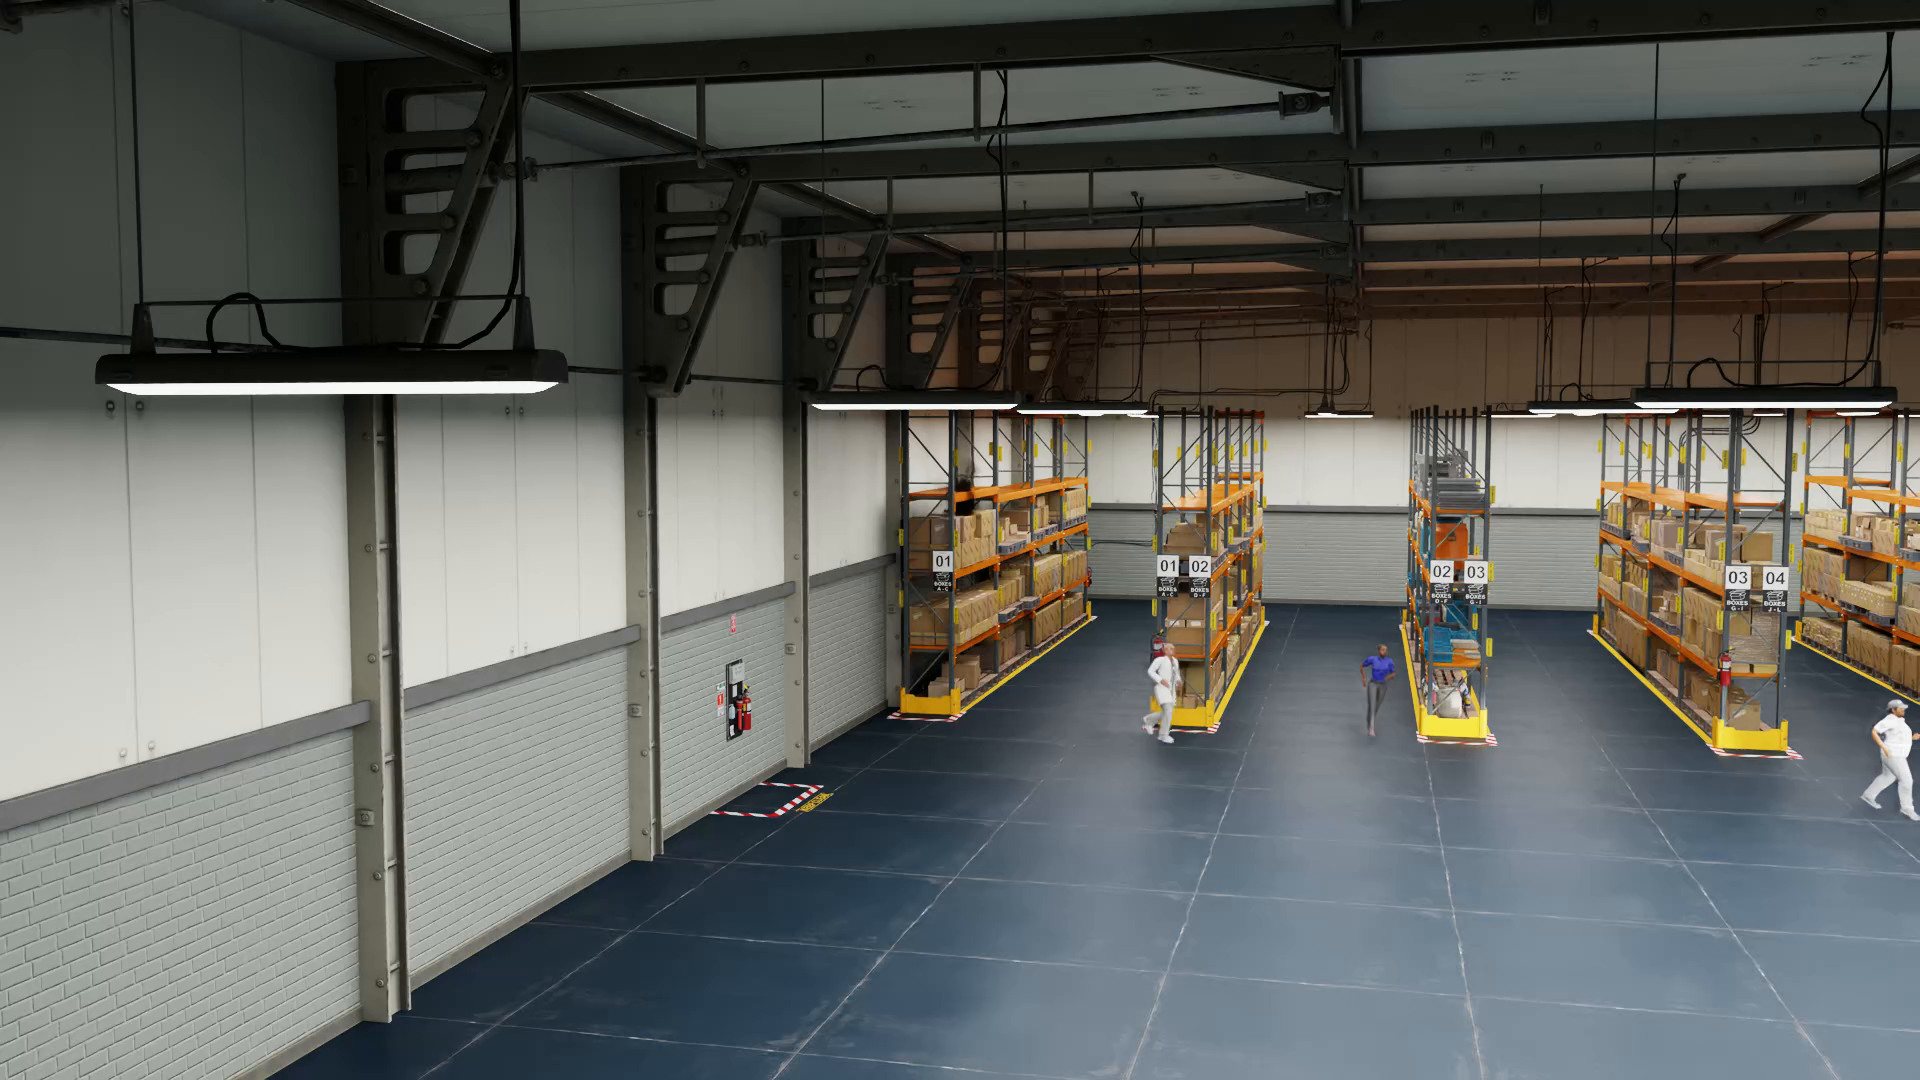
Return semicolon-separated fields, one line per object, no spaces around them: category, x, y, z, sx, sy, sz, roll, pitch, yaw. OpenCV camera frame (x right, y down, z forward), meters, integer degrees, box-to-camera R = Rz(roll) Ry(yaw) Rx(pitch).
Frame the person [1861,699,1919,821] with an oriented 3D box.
person;13.522;3.160;24.101;0.836;1.702;0.587;3;5;39

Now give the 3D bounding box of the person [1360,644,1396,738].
person;7.663;2.725;30.461;0.600;1.673;0.881;0;4;-4

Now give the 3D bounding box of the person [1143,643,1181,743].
person;3.678;2.728;29.969;0.752;1.743;0.787;-3;5;-40
